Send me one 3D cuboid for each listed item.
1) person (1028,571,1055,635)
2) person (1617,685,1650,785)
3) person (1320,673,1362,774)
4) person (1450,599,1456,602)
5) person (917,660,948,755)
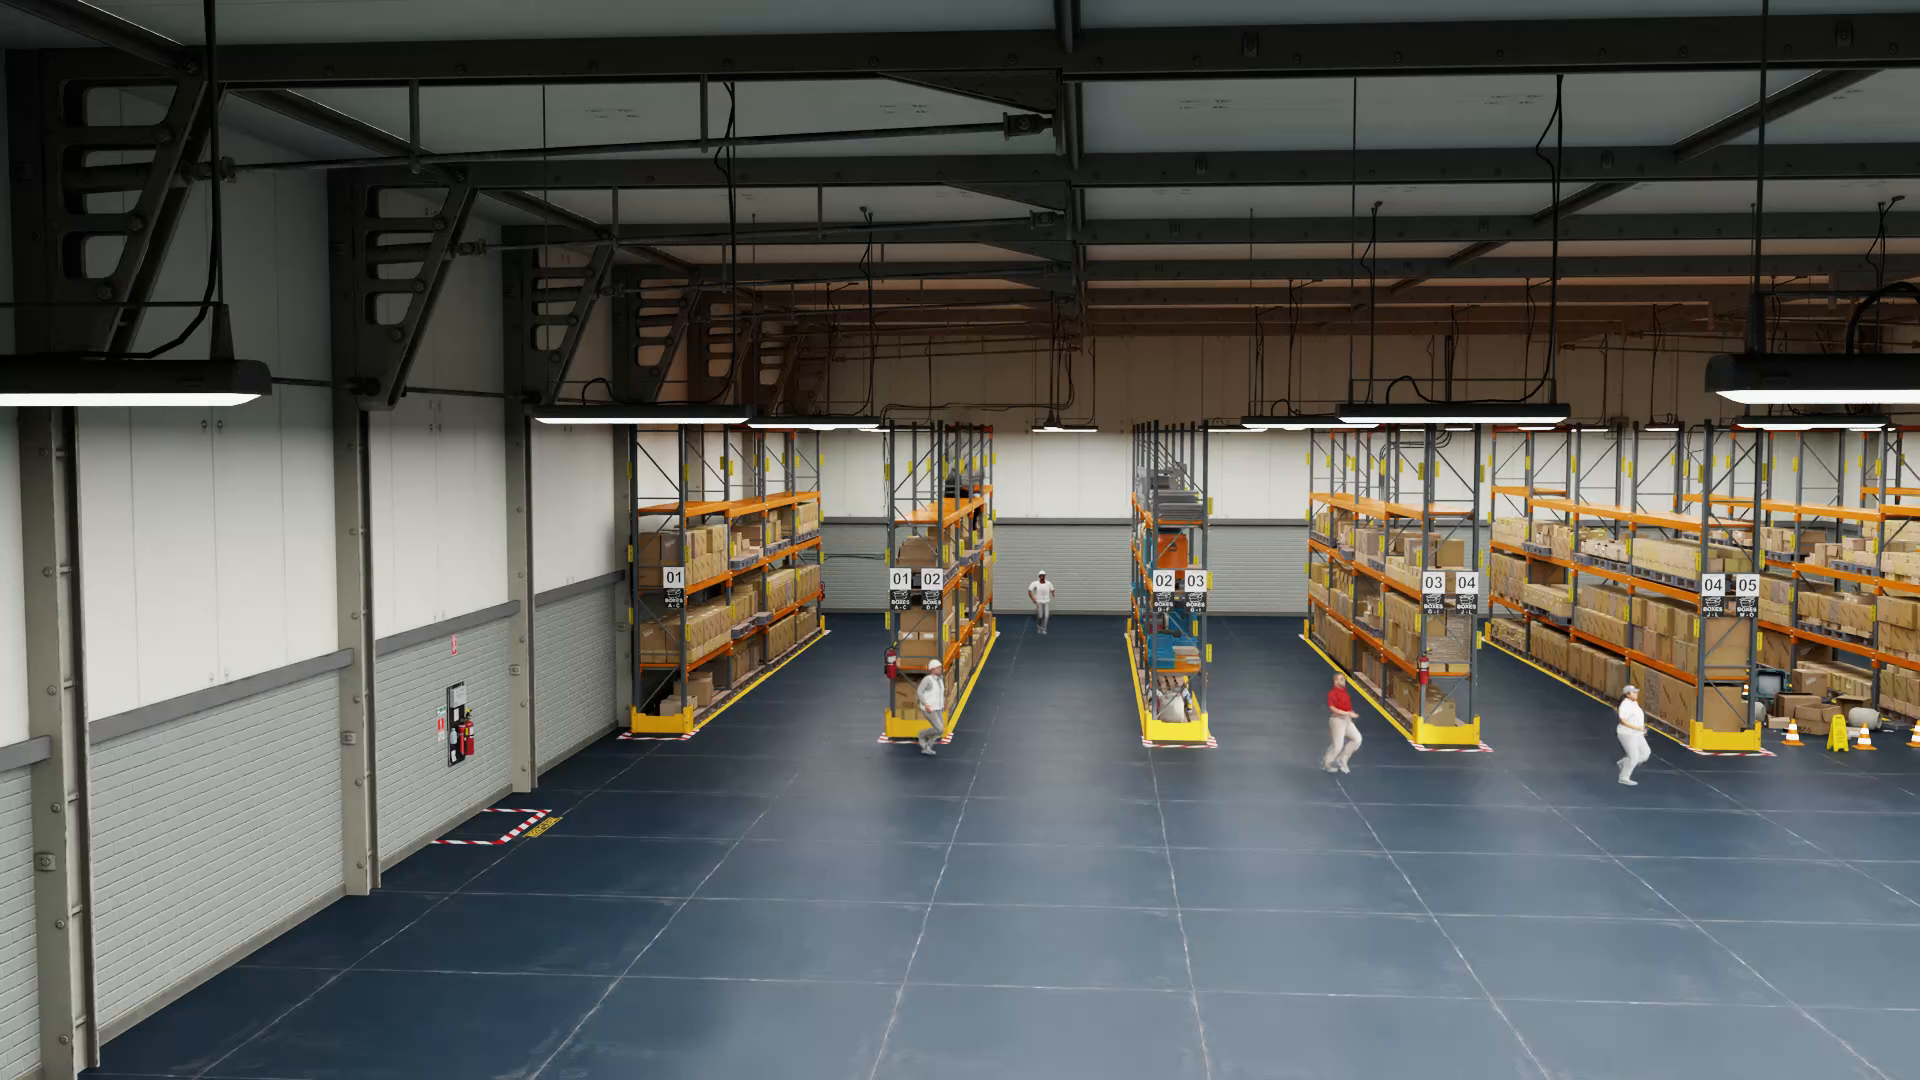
[{"bbox_3d":[2.273,1.721,45.377,0.731,1.762,0.562,-1,4,-15],"label":"person"},{"bbox_3d":[11.021,3.193,27.233,0.533,1.629,0.648,3,5,42],"label":"person"},{"bbox_3d":[6.447,3.112,28.103,0.694,1.720,0.673,3,5,39],"label":"person"},{"bbox_3d":[13.300,2.021,45.001,0.736,1.709,0.581,0,4,4],"label":"person"},{"bbox_3d":[-0.481,2.990,29.749,0.549,1.704,0.622,2,4,30],"label":"person"}]
